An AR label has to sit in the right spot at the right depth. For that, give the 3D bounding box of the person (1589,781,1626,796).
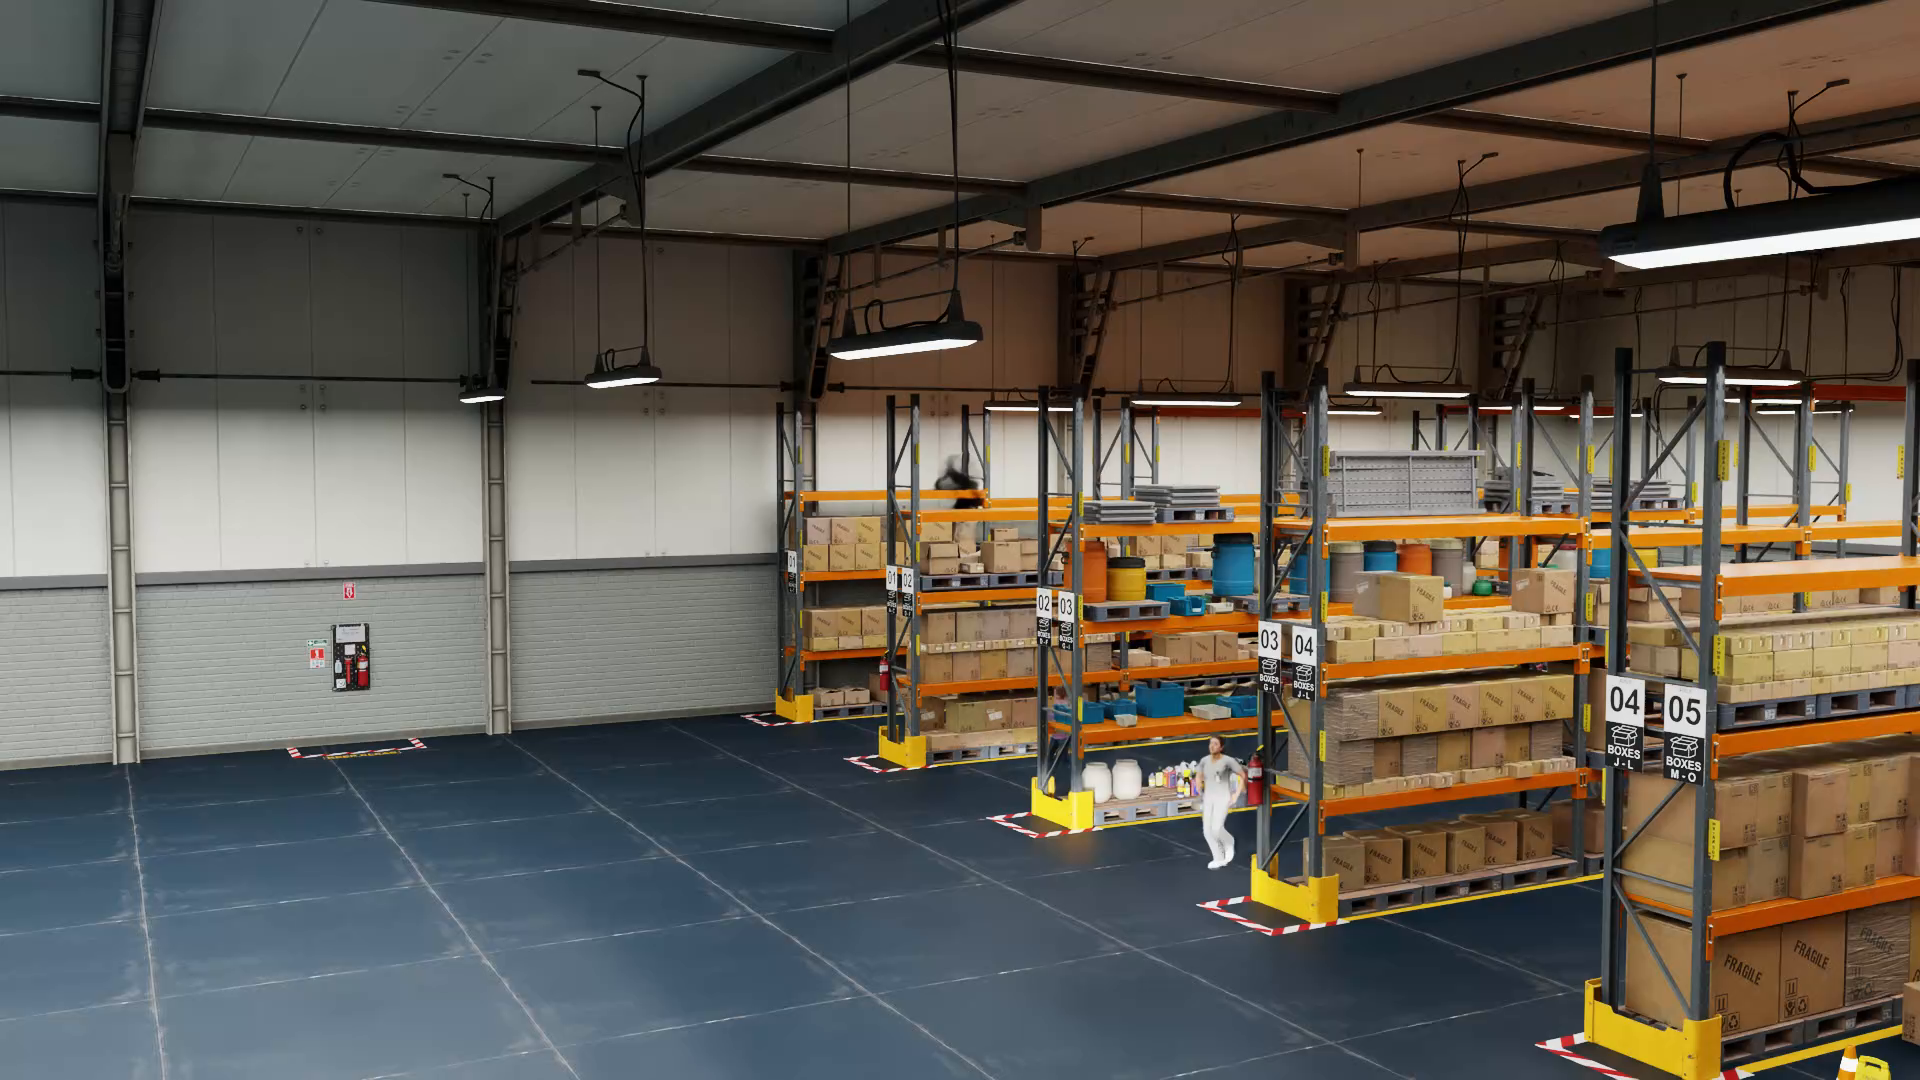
[{"bbox_3d":[8.995,2.991,23.161,0.606,1.722,0.656,-2,4,-27],"label":"person"}]

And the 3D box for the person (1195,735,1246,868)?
[{"bbox_3d":[3.116,3.195,20.269,0.612,1.640,0.542,2,4,36],"label":"person"}]

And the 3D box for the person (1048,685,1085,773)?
[{"bbox_3d":[1.498,2.945,24.782,0.885,1.589,0.549,-2,4,-27],"label":"person"}]
